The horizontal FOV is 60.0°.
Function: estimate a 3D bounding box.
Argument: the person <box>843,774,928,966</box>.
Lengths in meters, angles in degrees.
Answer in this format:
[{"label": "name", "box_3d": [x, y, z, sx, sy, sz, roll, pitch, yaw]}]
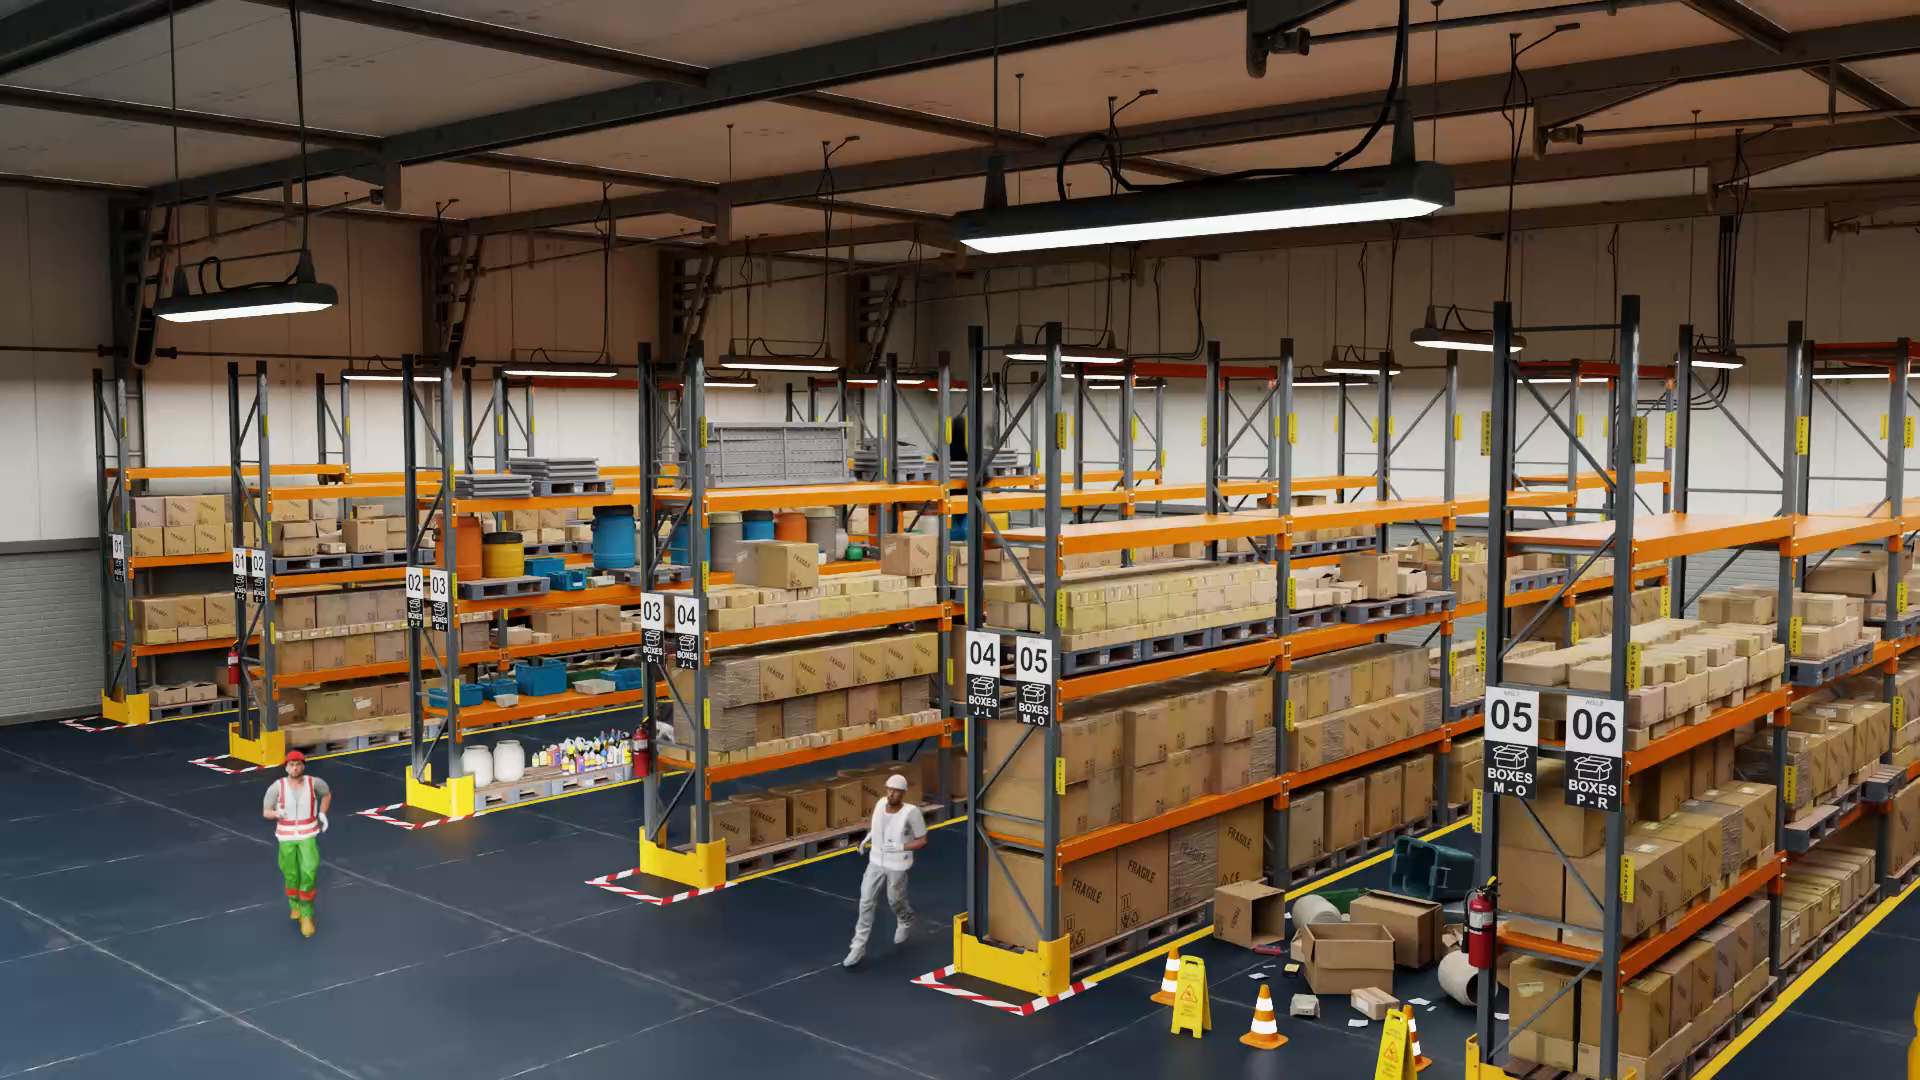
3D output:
[{"label": "person", "box_3d": [-0.632, 3.089, 15.810, 0.730, 1.762, 1.024, 2, 5, 29]}]

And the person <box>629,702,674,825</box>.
[{"label": "person", "box_3d": [-3.779, 2.821, 20.407, 0.593, 1.750, 0.697, 2, 5, 30]}]

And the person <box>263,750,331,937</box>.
[{"label": "person", "box_3d": [-6.677, 3.033, 16.763, 0.632, 1.836, 0.736, -1, 4, -19]}]

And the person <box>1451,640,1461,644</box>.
[{"label": "person", "box_3d": [7.937, 2.413, 26.373, 0.618, 1.666, 0.608, 4, 6, 44]}]
